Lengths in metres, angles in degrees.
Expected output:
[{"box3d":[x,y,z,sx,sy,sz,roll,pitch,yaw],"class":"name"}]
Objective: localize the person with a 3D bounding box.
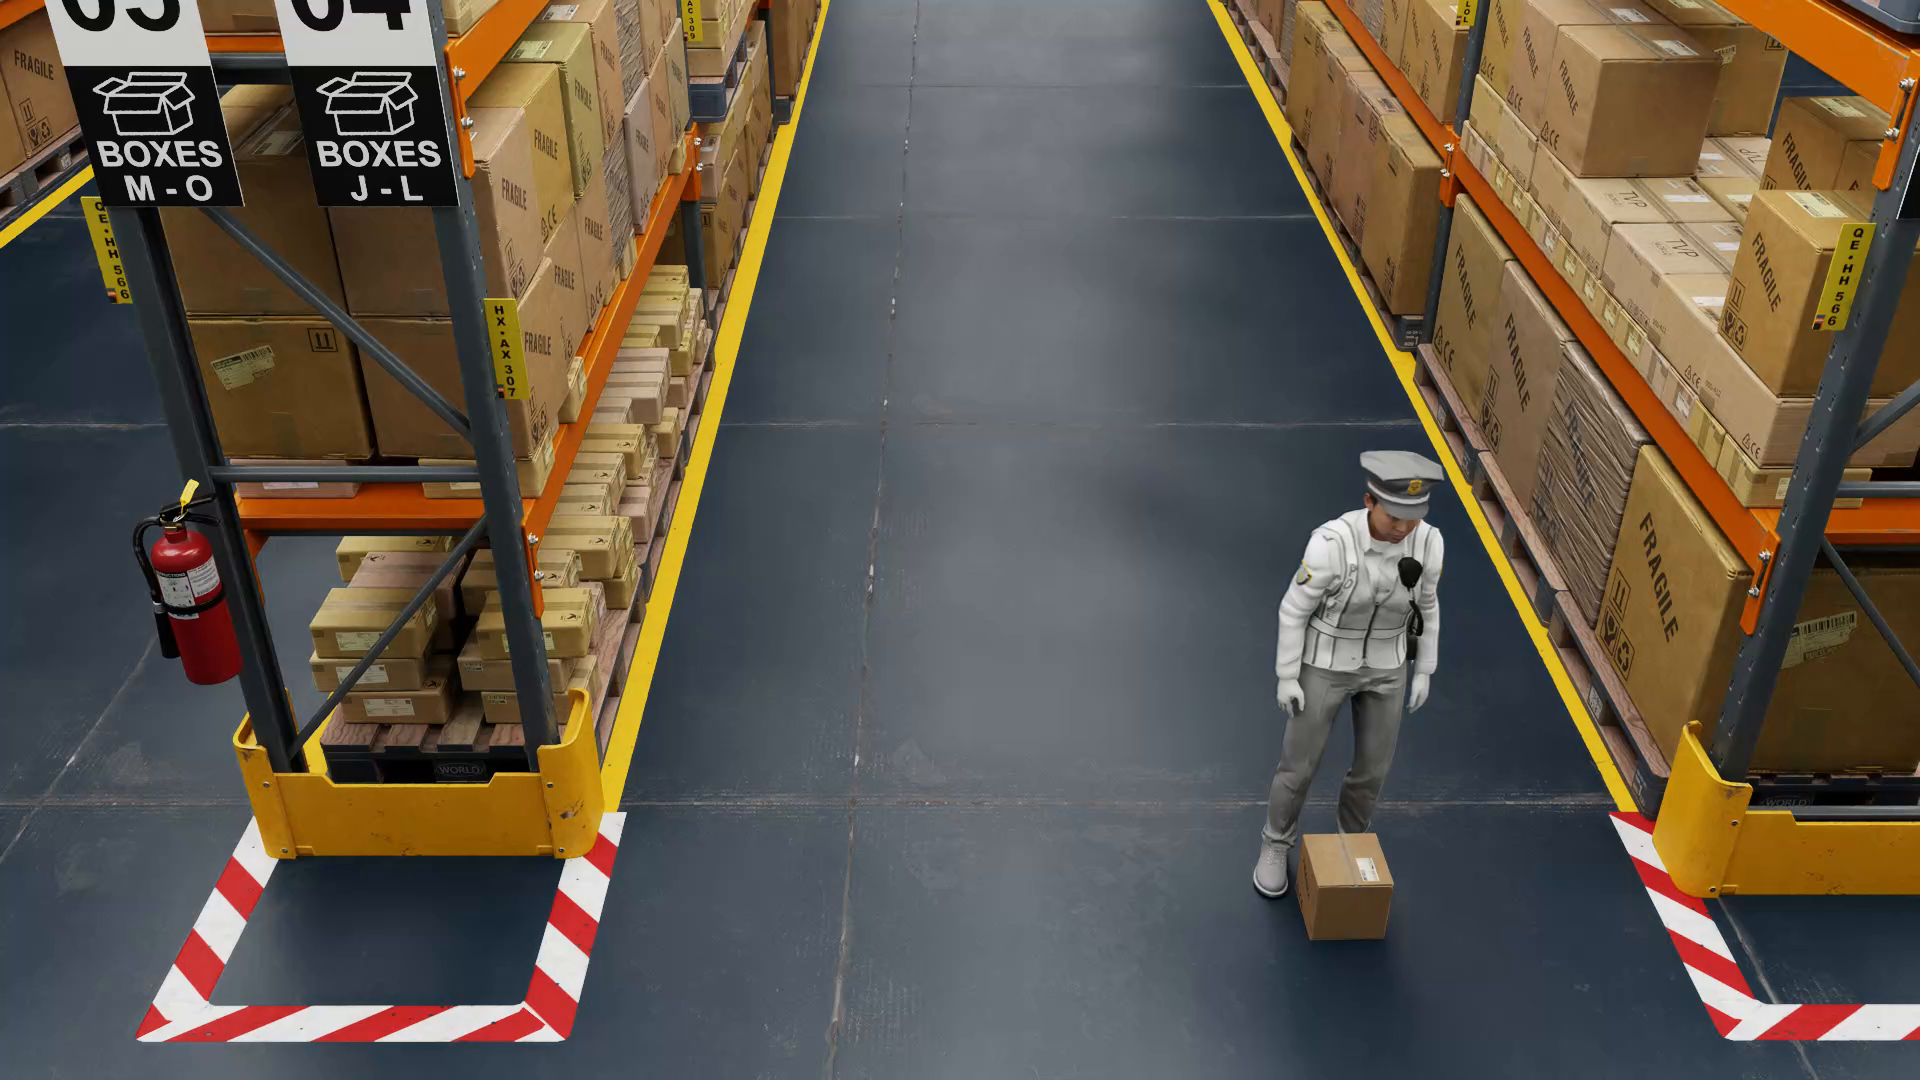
[{"box3d":[1.285,0.437,5.426,0.543,1.662,0.376,-2,32,-3],"class":"person"}]
